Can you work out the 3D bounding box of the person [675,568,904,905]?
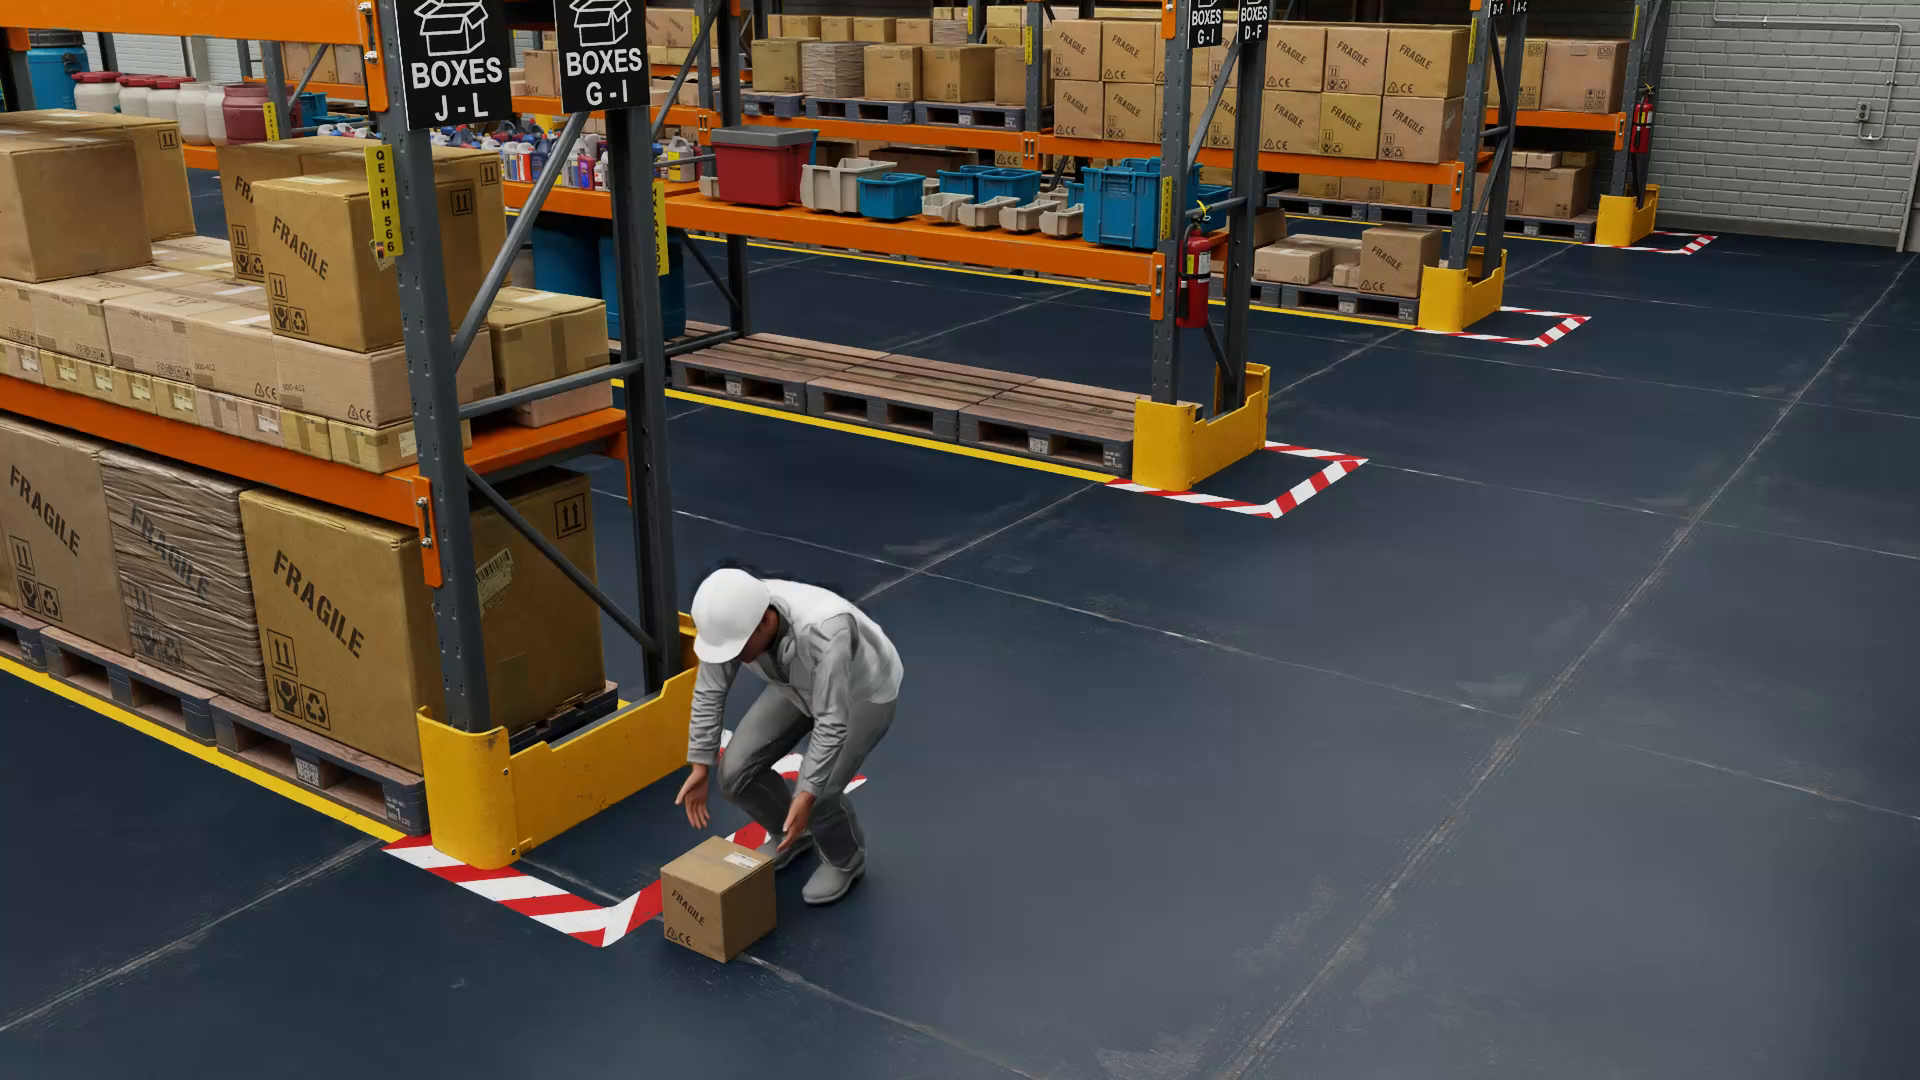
[{"bbox_3d":[-0.512,0.569,5.280,0.573,1.211,0.851,13,23,32],"label":"person"}]
